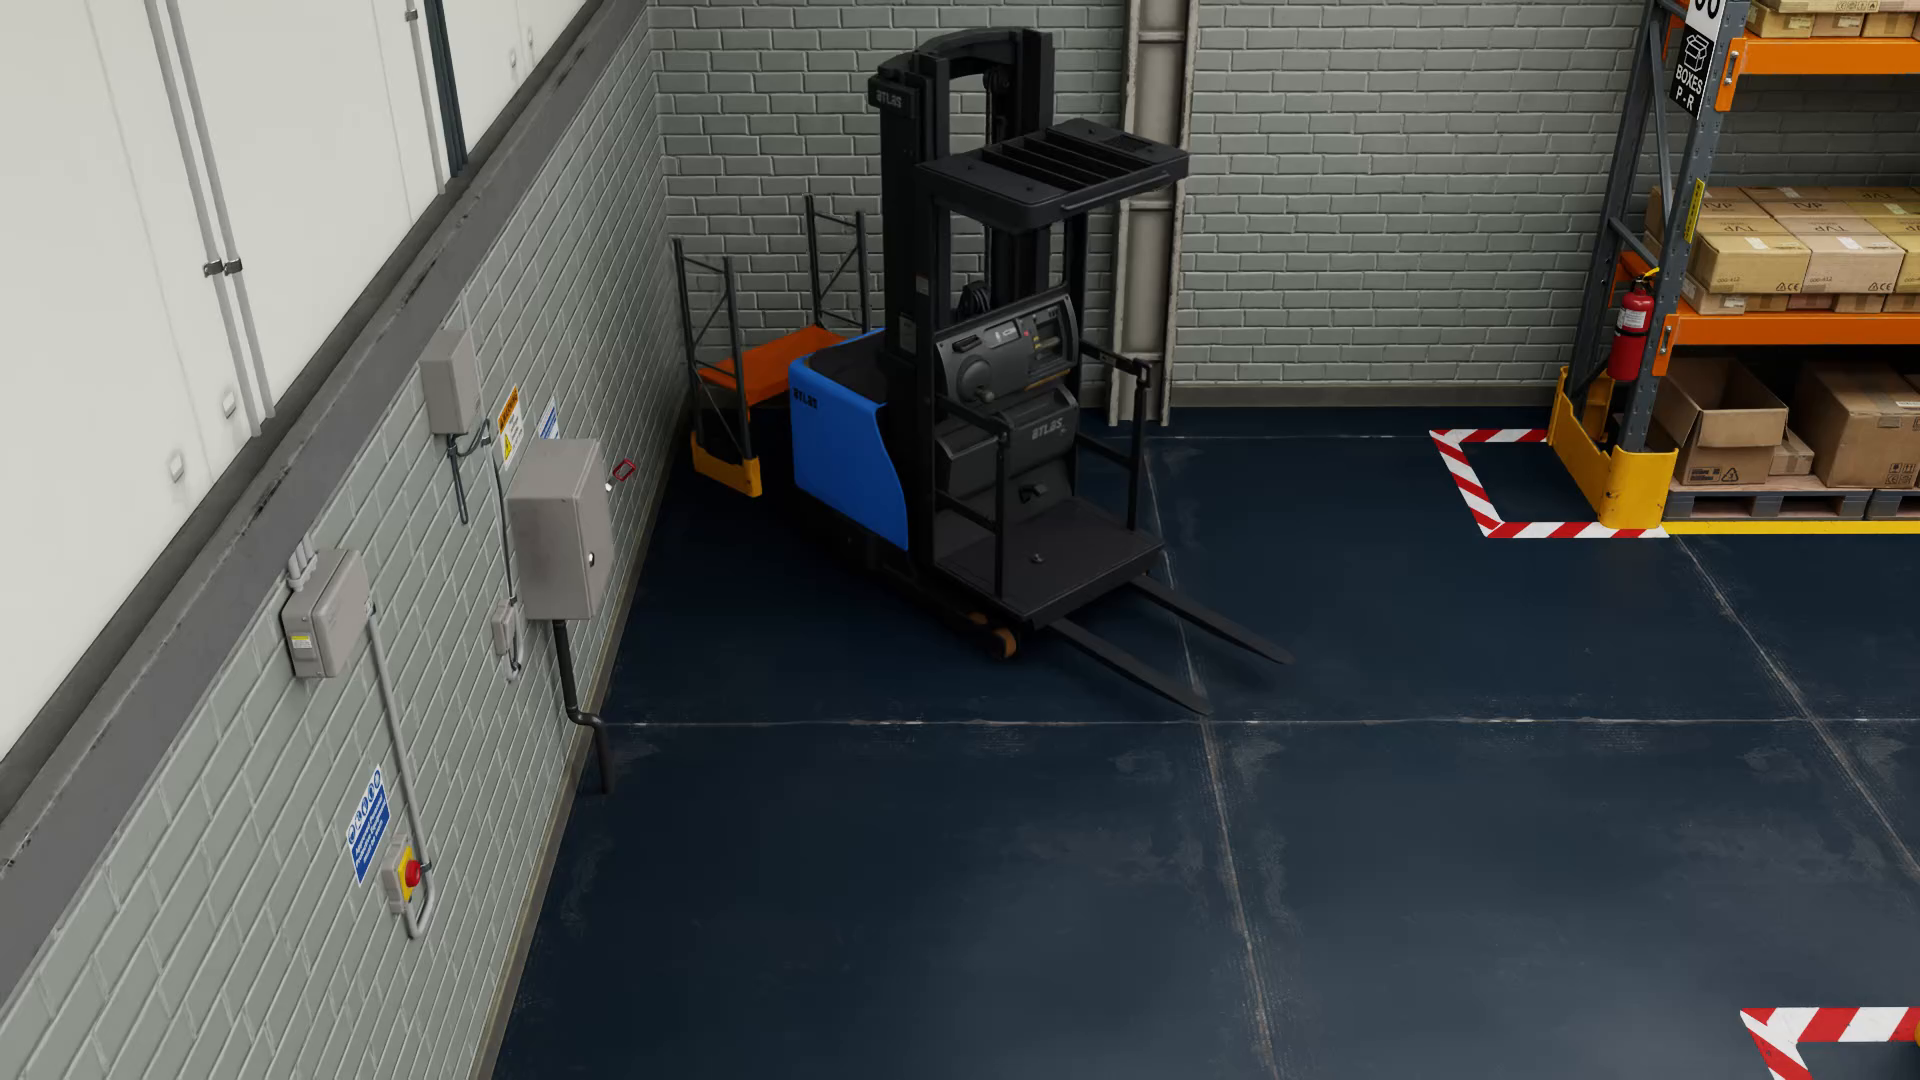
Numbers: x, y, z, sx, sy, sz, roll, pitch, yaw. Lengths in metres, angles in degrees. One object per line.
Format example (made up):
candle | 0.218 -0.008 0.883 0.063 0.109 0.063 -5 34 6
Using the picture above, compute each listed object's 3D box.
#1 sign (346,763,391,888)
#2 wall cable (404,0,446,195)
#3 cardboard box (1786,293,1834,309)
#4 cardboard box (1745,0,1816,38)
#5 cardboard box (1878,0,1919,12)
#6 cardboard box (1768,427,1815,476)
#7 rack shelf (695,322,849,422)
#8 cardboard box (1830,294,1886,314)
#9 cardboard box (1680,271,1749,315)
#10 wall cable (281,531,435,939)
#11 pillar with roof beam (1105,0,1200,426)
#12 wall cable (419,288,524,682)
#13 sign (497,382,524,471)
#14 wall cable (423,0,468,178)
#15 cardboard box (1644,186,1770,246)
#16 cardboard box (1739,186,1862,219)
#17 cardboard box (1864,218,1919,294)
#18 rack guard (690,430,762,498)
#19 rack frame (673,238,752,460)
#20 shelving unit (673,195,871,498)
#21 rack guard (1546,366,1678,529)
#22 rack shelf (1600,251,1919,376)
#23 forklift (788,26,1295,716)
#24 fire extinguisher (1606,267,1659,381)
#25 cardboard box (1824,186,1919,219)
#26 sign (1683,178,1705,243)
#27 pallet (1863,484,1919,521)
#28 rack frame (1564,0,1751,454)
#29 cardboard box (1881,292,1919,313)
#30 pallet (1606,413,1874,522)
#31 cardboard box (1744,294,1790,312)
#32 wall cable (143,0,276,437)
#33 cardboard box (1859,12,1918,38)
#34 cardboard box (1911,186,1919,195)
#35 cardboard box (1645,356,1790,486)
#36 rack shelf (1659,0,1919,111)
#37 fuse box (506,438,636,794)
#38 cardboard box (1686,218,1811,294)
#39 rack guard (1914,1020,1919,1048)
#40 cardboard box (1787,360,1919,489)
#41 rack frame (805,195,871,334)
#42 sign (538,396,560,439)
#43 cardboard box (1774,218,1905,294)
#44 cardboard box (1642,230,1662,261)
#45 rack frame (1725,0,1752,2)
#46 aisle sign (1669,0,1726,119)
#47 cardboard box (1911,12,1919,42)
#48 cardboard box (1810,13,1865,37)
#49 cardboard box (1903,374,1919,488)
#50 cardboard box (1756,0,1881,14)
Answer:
sign | -1.798 0.866 5.060 0.001 0.218 0.327 0 31 0
wall cable | -1.787 -1.865 4.038 0.029 3.000 2.355 0 31 0
cardboard box | 4.715 -1.444 9.369 0.250 0.149 0.380 -1 31 -1
cardboard box | 4.188 -2.704 8.554 0.250 0.149 0.380 0 31 1
cardboard box | 4.821 -2.866 8.437 0.500 0.250 0.500 0 31 1
cardboard box | 4.905 -0.543 9.986 0.250 0.149 0.380 -1 31 -2
rack shelf | -1.092 -1.047 10.244 0.538 0.185 1.000 24 39 38
cardboard box | 4.968 -1.413 9.318 0.250 0.149 0.380 1 31 1
cardboard box | 4.198 -1.400 9.297 0.250 0.149 0.380 0 31 -1
wall cable | -1.737 0.508 4.900 0.123 1.953 0.585 0 31 0
pillar with roof beam | 1.192 -2.439 4.985 0.400 9.000 9.100 0 31 0
wall cable | -1.757 -0.214 6.121 0.122 1.984 0.588 0 31 0
sign | -1.811 -0.458 6.706 0.001 0.242 0.339 0 31 0
wall cable | -1.766 -3.326 6.410 0.133 3.039 2.988 0 31 0
cardboard box | 4.326 -1.851 9.656 0.500 0.250 0.500 1 31 1
cardboard box | 4.842 -1.852 9.657 0.500 0.250 0.500 0 31 0
cardboard box | 5.334 -1.578 9.206 0.500 0.250 0.500 -1 31 -1
rack guard | -1.431 -0.471 10.152 0.587 0.250 0.087 24 39 38
rack frame | -1.450 -1.013 9.842 0.500 1.500 0.032 24 39 38
shelving unit | -1.103 -1.200 10.149 0.587 1.500 1.083 24 39 38
rack guard | 3.944 -0.580 10.113 0.348 0.500 1.175 0 31 0
rack shelf | 5.868 -1.347 9.661 4.000 0.370 1.077 0 31 0
forklift | 0.394 -0.932 8.350 1.130 2.935 3.031 -25 39 -35
fire extinguisher | 3.723 -1.216 9.185 0.183 0.674 0.296 0 31 0
cardboard box | 5.337 -1.851 9.656 0.500 0.250 0.500 1 31 1
sign | 3.871 -1.737 8.776 0.005 0.325 0.100 0 31 0
pallet | 5.958 -0.462 10.197 1.213 0.211 1.003 0 31 0
rack frame | 3.868 -1.649 9.464 0.127 3.000 1.000 0 31 0
cardboard box | 5.233 -1.416 9.324 0.250 0.149 0.380 0 31 0
pallet | 4.741 -0.459 10.193 1.213 0.211 1.003 0 31 0
cardboard box | 4.452 -1.425 9.338 0.250 0.149 0.380 1 31 1
wall cable | -1.785 -1.475 3.395 0.029 3.000 0.463 0 31 0
cardboard box | 4.707 -2.710 8.565 0.250 0.149 0.380 0 31 0
cardboard box | 5.860 -1.852 9.658 0.500 0.250 0.500 0 31 0
cardboard box | 4.480 -0.714 9.925 0.637 0.503 0.797 -1 31 -2
rack shelf | 5.868 -2.630 8.883 4.000 0.370 1.077 0 31 0
fuse box | -1.604 0.417 7.303 0.414 1.711 0.539 0 31 0
cardboard box | 4.323 -1.573 9.198 0.500 0.250 0.500 0 31 0
rack guard | 3.877 1.995 5.869 0.348 0.500 1.175 0 31 0
cardboard box | 5.335 -0.695 9.897 0.500 0.500 0.700 1 31 2
rack frame | -0.745 -1.393 10.468 0.500 1.500 0.032 24 39 38
sign | -1.814 -0.349 7.414 0.001 0.494 0.329 0 31 0
cardboard box | 4.827 -1.575 9.201 0.500 0.250 0.500 0 31 0
cardboard box | 4.198 -1.681 9.761 0.250 0.149 0.380 -1 31 -1
rack frame | 3.868 -4.213 7.908 0.127 3.000 1.000 0 31 0
aisle sign | 3.801 -2.607 8.539 0.004 0.787 0.394 0 31 0
cardboard box | 4.956 -2.658 8.478 0.250 0.149 0.380 0 31 1
cardboard box | 4.450 -2.718 8.578 0.250 0.149 0.380 0 31 1
cardboard box | 5.864 -0.644 9.814 0.500 0.500 0.500 0 31 1
cardboard box | 4.313 -2.854 8.417 0.500 0.250 0.500 -1 31 -1
